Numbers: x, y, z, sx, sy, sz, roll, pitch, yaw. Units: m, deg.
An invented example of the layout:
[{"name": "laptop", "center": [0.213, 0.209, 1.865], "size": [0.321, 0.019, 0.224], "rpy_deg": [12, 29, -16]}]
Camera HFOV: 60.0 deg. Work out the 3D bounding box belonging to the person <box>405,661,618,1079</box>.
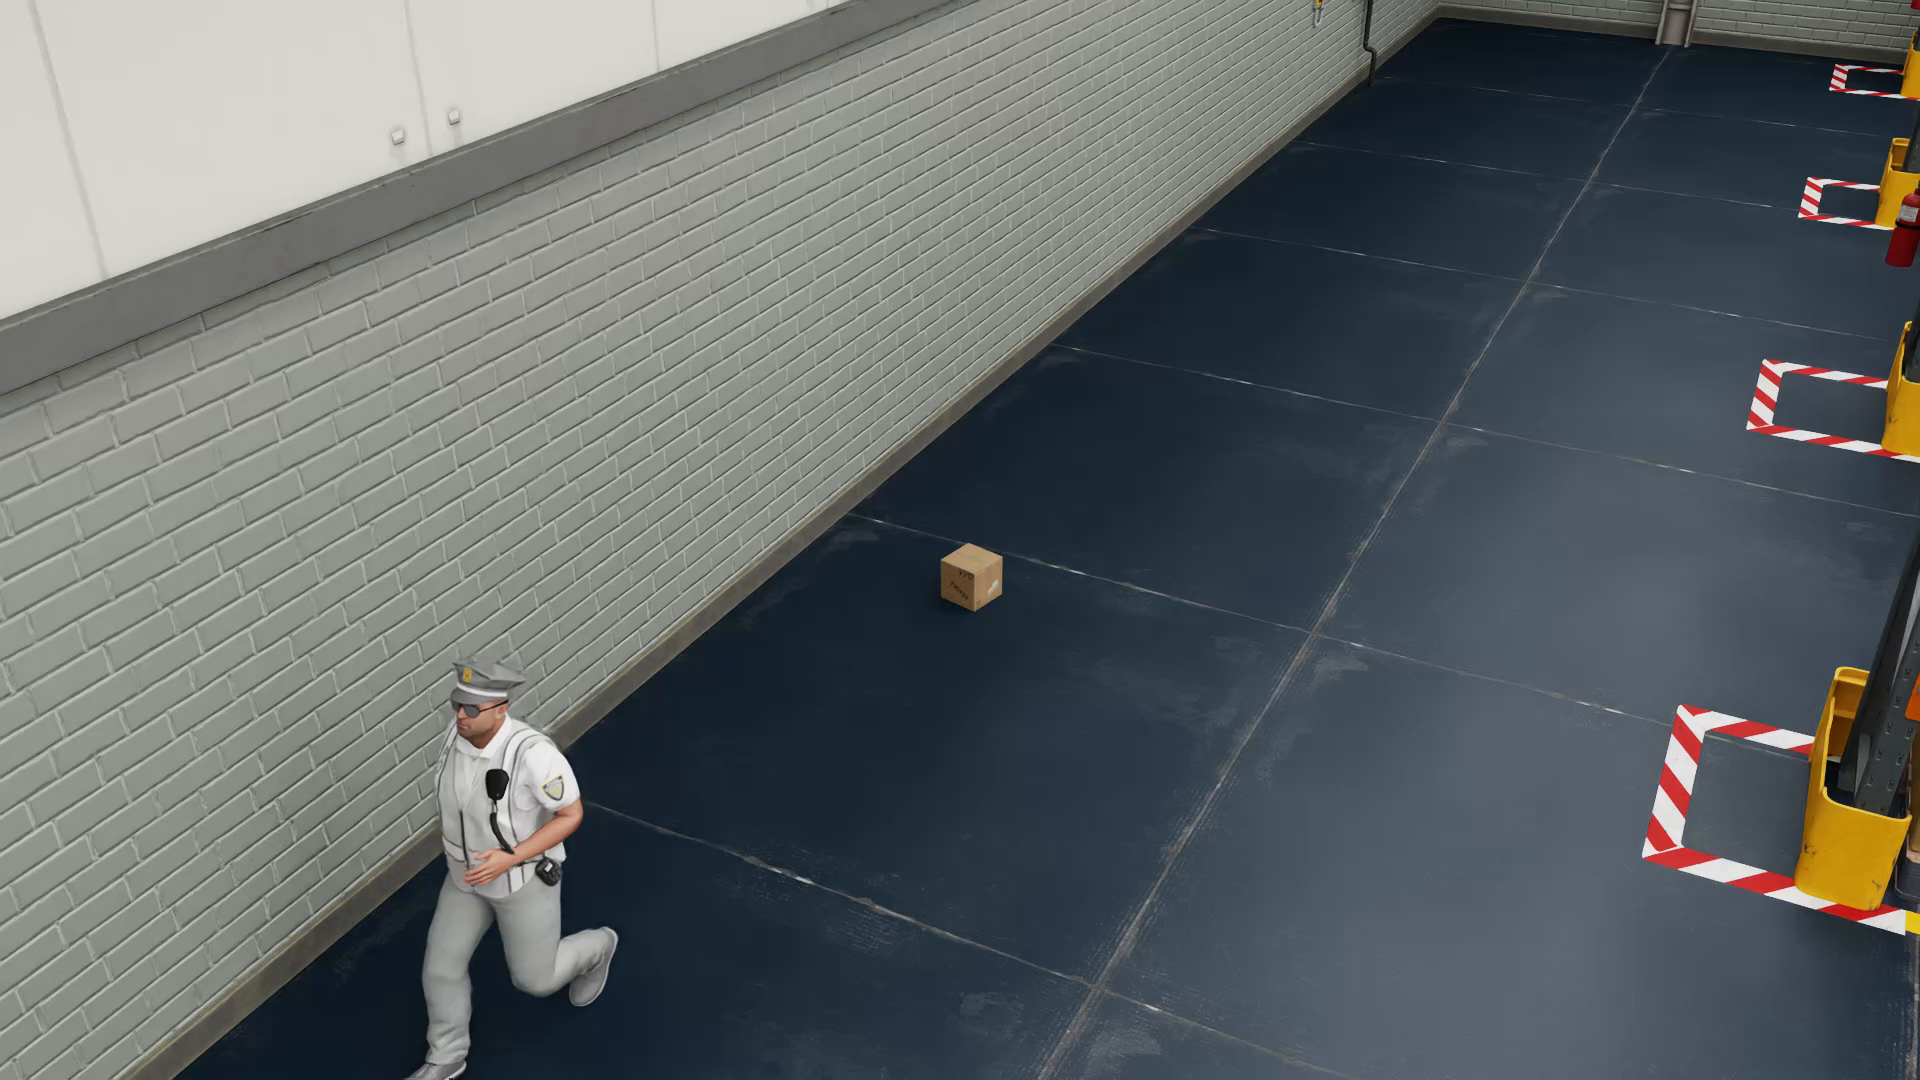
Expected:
[{"name": "person", "center": [-1.738, 1.260, 6.114], "size": [0.658, 1.704, 0.918], "rpy_deg": [11, 32, 18]}]
